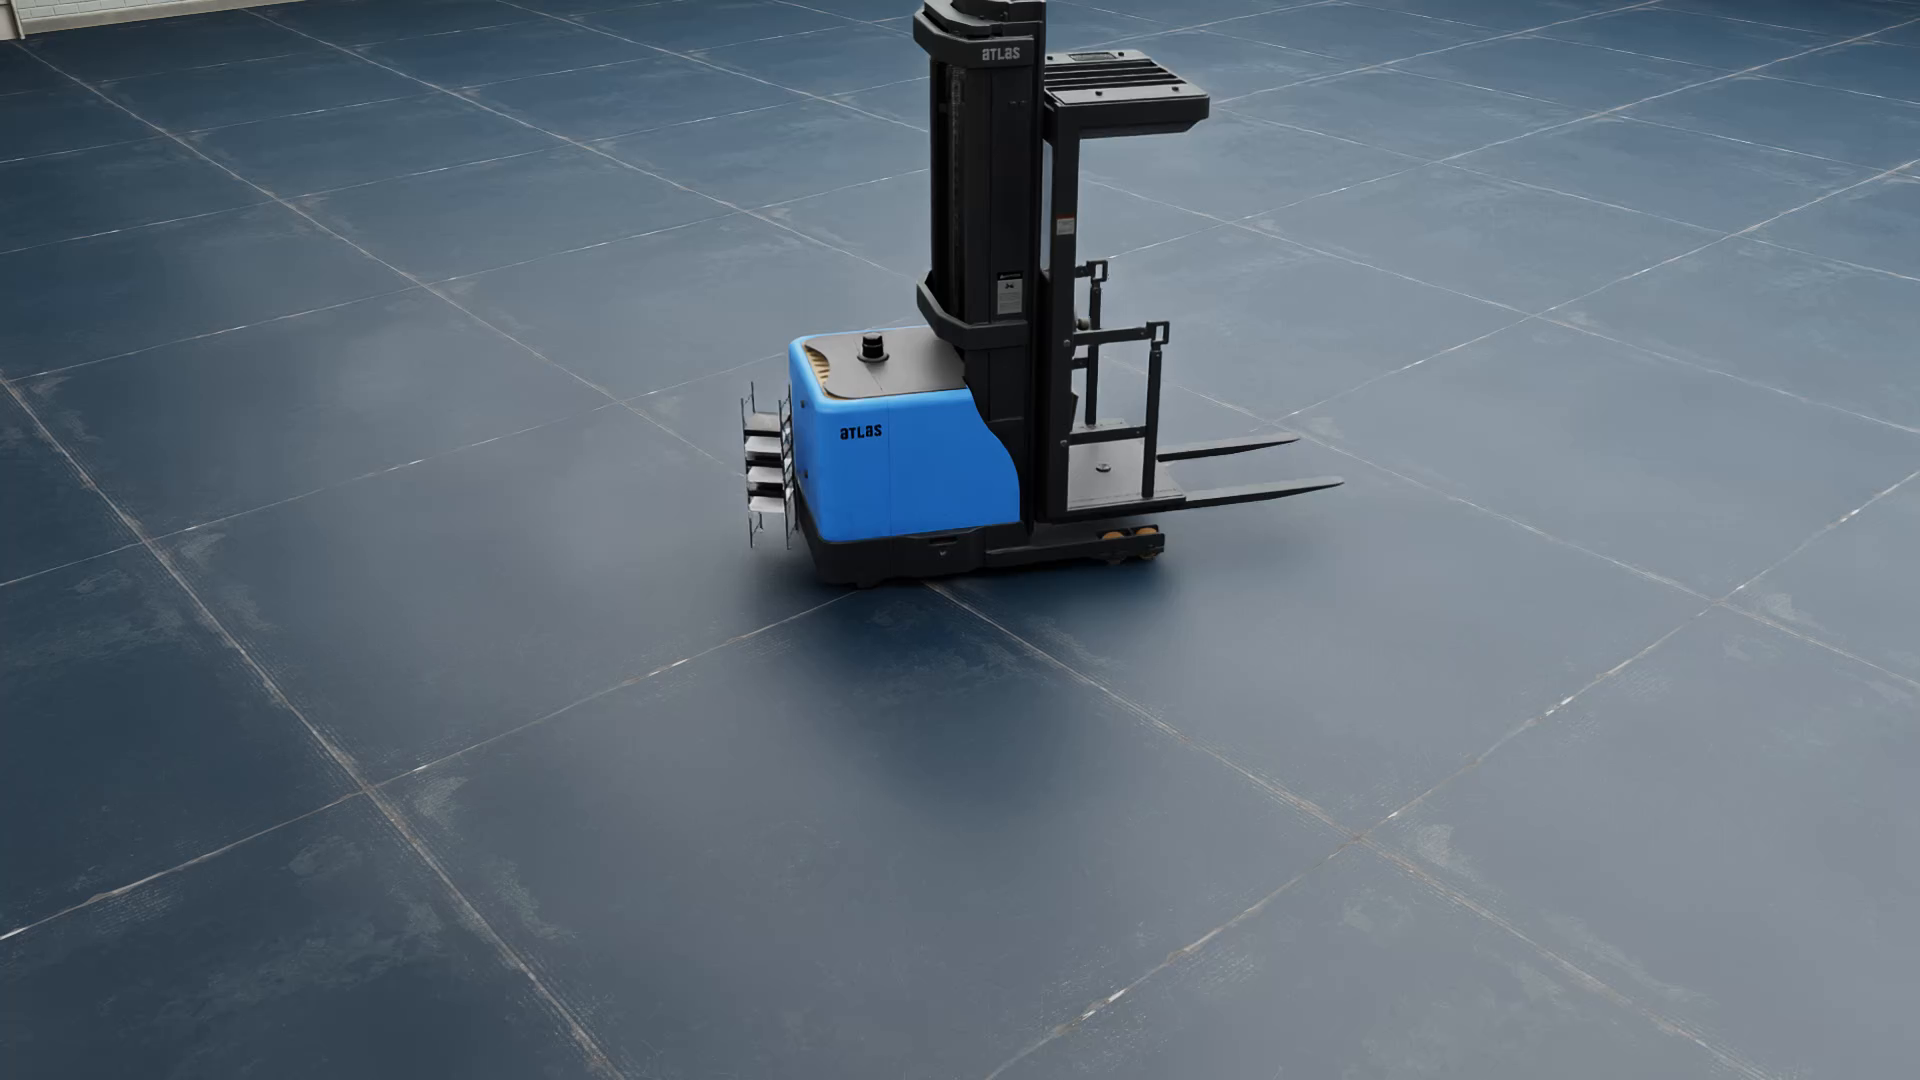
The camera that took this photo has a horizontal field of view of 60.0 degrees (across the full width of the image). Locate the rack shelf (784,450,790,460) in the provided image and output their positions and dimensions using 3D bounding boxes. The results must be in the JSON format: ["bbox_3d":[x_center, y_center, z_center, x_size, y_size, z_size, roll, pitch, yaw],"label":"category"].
[{"bbox_3d":[-1.031,-0.460,9.003,0.184,0.015,0.199,4,29,7],"label":"rack shelf"}]

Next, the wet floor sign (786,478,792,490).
[{"bbox_3d":[-6.295,-1.460,11.298,8.375,0.644,8.619,-10,30,-18],"label":"wet floor sign"}]

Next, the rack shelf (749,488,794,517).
[{"bbox_3d":[-1.031,-0.209,9.138,0.200,0.077,0.258,4,29,7],"label":"rack shelf"}]

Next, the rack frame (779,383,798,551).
[{"bbox_3d":[-0.930,-0.390,9.025,0.006,0.900,0.240,4,29,7],"label":"rack frame"}]

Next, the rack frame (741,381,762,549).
[{"bbox_3d":[-1.132,-0.403,9.049,0.006,0.900,0.240,4,29,7],"label":"rack frame"}]

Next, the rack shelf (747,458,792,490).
[{"bbox_3d":[-1.031,-0.368,9.053,0.200,0.077,0.258,4,29,7],"label":"rack shelf"}]

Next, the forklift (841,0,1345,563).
[{"bbox_3d":[0.675,-1.378,8.787,2.937,2.867,1.118,-7,29,-12],"label":"forklift"}]

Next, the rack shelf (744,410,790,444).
[{"bbox_3d":[-1.031,-0.605,8.925,0.200,0.077,0.258,4,29,7],"label":"rack shelf"}]

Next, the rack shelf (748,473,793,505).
[{"bbox_3d":[-1.031,-0.288,9.095,0.200,0.077,0.258,4,29,7],"label":"rack shelf"}]

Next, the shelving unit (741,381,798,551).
[{"bbox_3d":[-1.031,-0.397,9.037,0.210,0.900,0.258,4,29,7],"label":"shelving unit"}]

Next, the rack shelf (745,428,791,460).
[{"bbox_3d":[-1.031,-0.526,8.967,0.200,0.077,0.258,4,29,7],"label":"rack shelf"}]

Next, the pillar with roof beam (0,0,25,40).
[{"bbox_3d":[-9.389,-8.824,16.214,0.400,9.000,9.100,-22,35,-35],"label":"pillar with roof beam"}]
